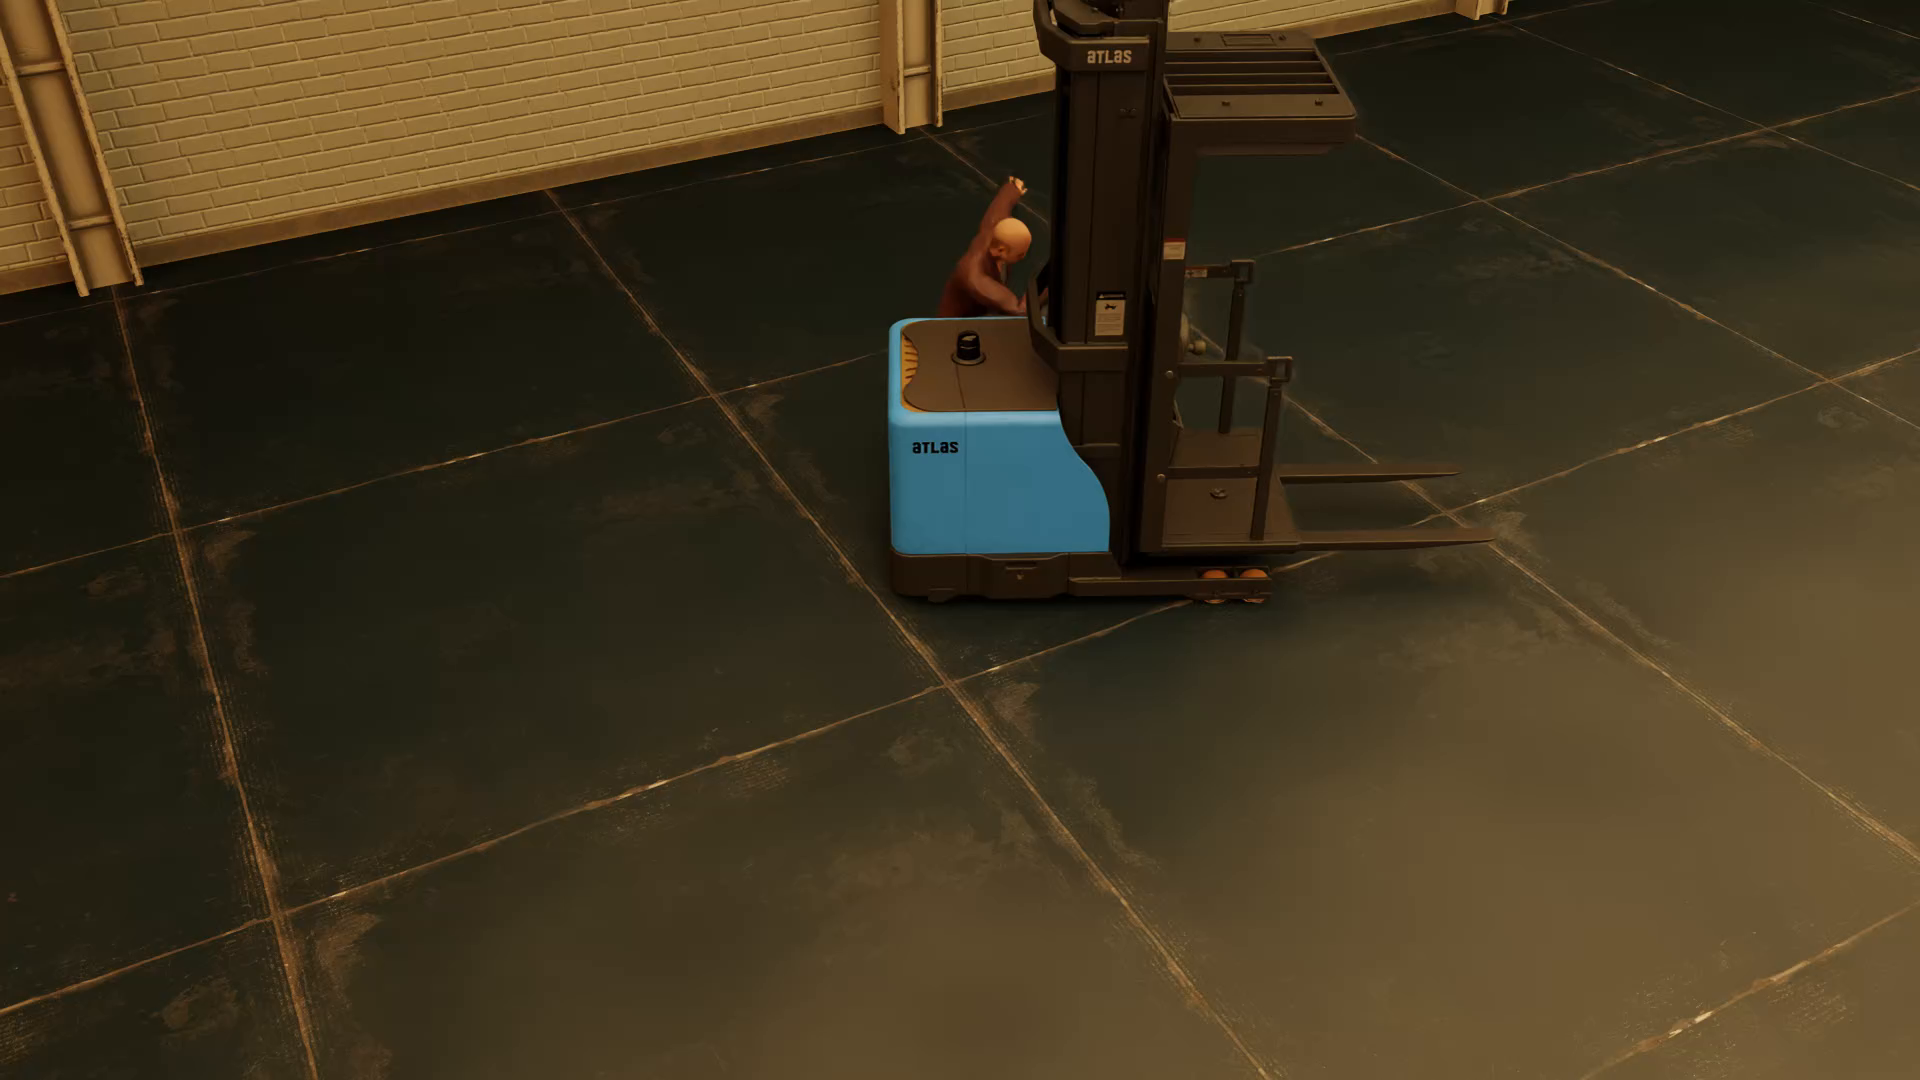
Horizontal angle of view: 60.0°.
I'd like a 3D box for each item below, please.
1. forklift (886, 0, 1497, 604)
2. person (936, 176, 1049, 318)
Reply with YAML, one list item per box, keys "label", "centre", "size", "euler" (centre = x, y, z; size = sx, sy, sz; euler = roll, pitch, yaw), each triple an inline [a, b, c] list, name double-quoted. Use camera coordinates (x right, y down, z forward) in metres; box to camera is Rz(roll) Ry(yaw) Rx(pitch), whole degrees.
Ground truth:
- label: "forklift"
  centre: [1.156, -1.189, 7.806]
  size: [3.031, 2.935, 1.130]
  euler: [-1, 35, -1]
- label: "person"
  centre: [0.289, -1.171, 9.129]
  size: [0.748, 1.431, 1.462]
  euler: [15, 38, 20]
